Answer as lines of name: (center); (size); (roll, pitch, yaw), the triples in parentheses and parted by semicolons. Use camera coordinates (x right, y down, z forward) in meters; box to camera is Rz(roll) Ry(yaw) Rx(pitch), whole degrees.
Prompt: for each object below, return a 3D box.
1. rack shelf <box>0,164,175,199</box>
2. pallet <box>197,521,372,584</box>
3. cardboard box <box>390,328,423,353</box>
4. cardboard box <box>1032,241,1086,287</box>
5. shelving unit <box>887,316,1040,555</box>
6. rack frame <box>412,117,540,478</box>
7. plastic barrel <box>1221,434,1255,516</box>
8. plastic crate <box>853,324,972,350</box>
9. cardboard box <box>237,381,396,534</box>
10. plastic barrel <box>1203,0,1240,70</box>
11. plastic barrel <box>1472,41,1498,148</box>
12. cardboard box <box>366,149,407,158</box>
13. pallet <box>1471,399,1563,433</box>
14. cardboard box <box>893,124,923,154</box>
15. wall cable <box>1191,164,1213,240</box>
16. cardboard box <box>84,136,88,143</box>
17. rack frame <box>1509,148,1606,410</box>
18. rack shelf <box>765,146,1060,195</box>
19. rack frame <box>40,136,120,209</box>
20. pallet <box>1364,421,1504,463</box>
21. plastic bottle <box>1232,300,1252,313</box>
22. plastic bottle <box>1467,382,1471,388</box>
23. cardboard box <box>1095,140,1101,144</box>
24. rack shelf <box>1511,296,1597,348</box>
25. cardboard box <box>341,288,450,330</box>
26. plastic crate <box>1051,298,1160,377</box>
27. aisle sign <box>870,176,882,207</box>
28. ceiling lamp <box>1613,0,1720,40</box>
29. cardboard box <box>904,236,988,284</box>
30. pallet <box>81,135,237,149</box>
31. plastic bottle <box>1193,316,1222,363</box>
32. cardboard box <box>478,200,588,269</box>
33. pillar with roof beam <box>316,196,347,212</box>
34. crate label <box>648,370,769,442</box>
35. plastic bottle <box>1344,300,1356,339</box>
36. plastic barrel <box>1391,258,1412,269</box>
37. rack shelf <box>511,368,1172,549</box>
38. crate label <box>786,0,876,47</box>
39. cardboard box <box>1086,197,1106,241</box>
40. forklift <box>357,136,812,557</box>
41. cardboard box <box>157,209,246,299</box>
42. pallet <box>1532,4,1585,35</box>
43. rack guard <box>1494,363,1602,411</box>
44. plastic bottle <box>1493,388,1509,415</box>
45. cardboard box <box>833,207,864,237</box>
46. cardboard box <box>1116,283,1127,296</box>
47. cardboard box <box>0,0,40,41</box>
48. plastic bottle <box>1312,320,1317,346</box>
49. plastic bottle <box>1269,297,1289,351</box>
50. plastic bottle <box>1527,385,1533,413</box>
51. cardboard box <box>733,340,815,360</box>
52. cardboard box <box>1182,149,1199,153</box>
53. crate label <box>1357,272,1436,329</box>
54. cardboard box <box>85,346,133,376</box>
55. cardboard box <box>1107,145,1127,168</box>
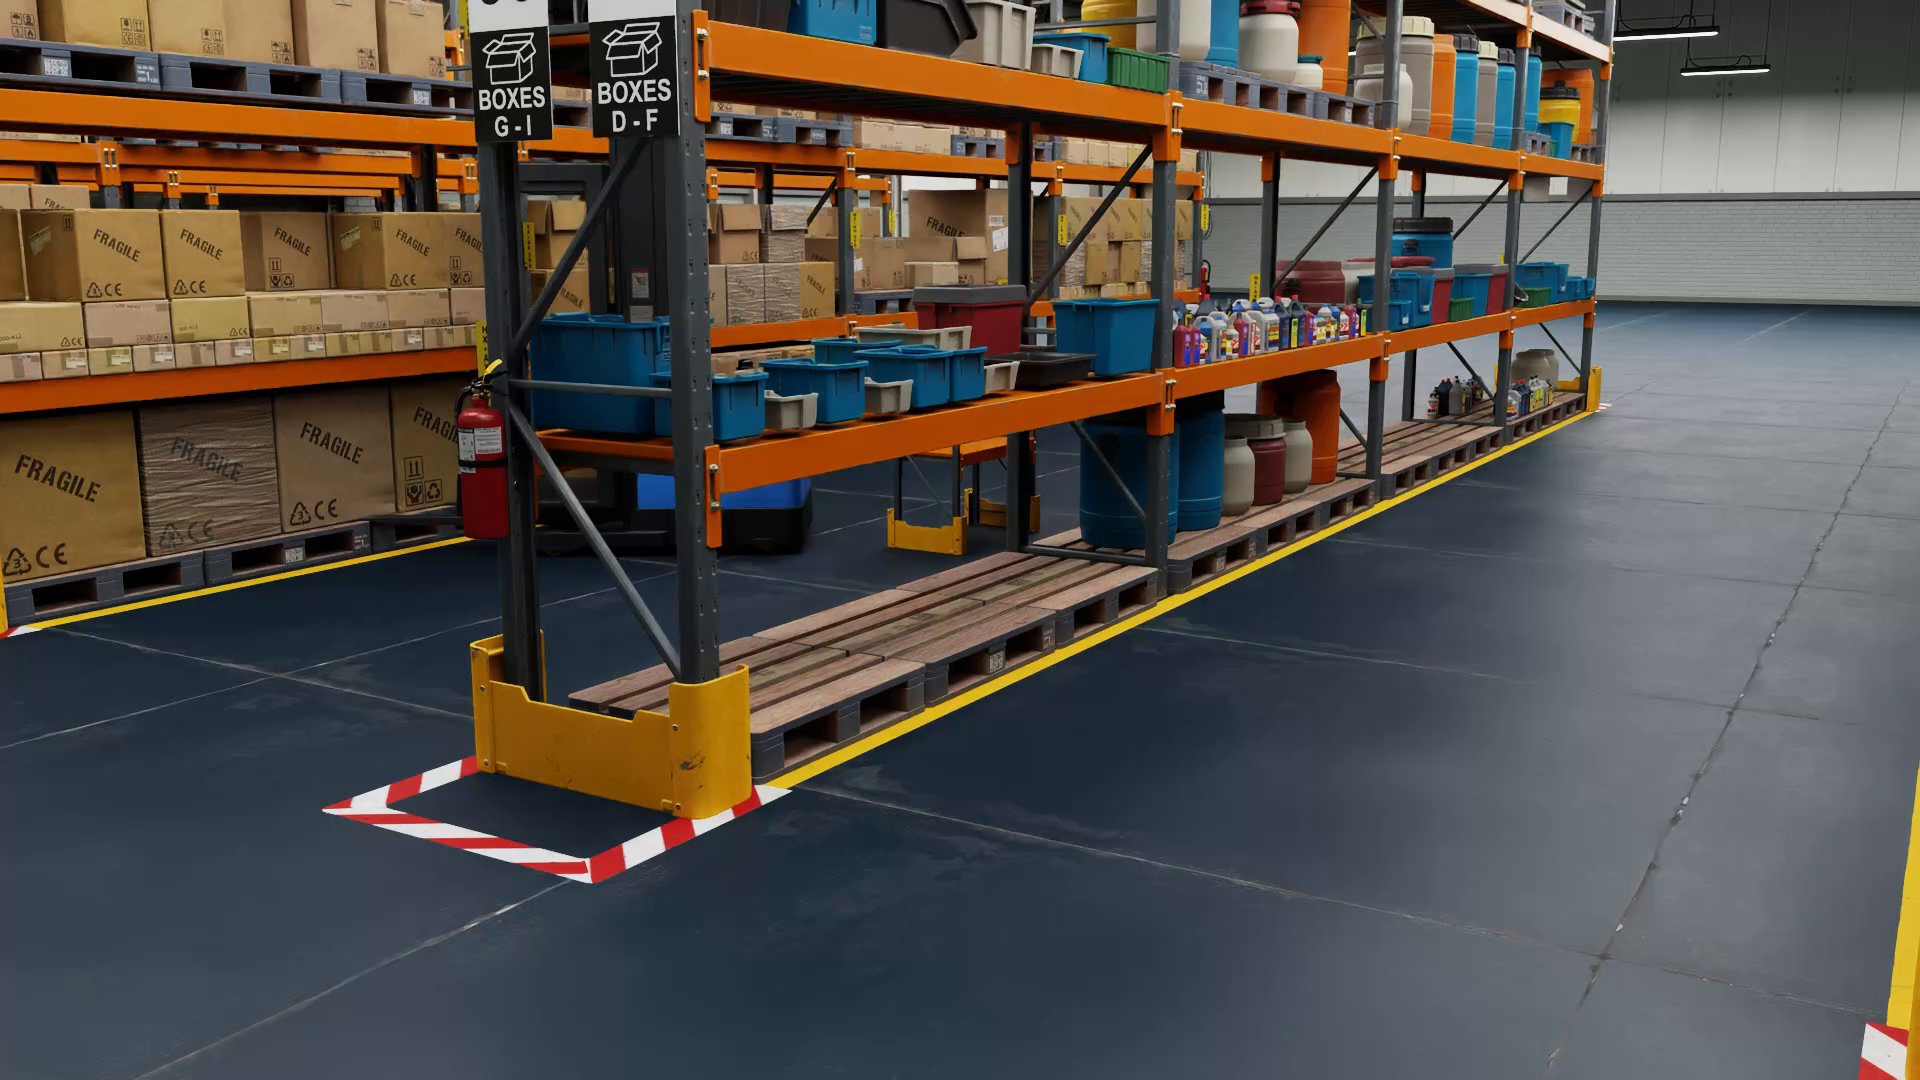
rack shelf: (-10.931, -4.034, 18.571); (1.077, 0.370, 4.000); (6, 12, 31)
pallet: (-4.594, 0.023, 10.672); (1.003, 0.211, 1.213); (6, 12, 31)
cardboard box: (-3.778, -1.328, 10.995); (0.380, 0.149, 0.250); (7, 12, 32)
cardboard box: (0.940, -3.171, 19.074); (0.875, 0.500, 0.500); (6, 12, 31)
shelving unit: (0.040, -0.749, 11.295); (0.587, 1.500, 1.083); (6, 12, 31)
rack frame: (-3.500, -1.652, 12.043); (1.000, 3.000, 0.127); (6, 12, 31)
plastic barrel: (1.768, -0.438, 11.178); (0.421, 0.512, 0.421); (0, 11, 0)
plastic crate: (-0.217, -0.928, 8.333); (0.437, 0.282, 0.530); (6, 12, 31)
cardboard box: (-4.378, -0.577, 10.931); (0.875, 0.875, 0.875); (6, 12, 31)
plastic barrel: (1.489, -3.389, 10.667); (0.600, 0.901, 0.708); (6, 12, 31)
plastic barrel: (4.469, -3.955, 14.827); (0.600, 0.901, 0.600); (0, 11, 0)
cardboard box: (-5.937, -4.101, 16.698); (0.500, 0.500, 0.500); (6, 12, 31)
pallet: (5.904, -1.361, 18.065); (1.003, 0.211, 1.213); (6, 12, 31)
cardboard box: (-0.694, -3.812, 15.837); (0.500, 0.250, 0.500); (7, 13, 32)
wall cable: (7.120, -11.414, 56.322); (3.097, 2.526, 0.112); (6, 12, 31)
cardboard box: (-10.244, -4.784, 19.208); (0.700, 0.500, 0.500); (6, 12, 28)
rack frame: (6.964, -3.066, 19.597); (1.000, 3.000, 0.127); (6, 12, 31)
rack shelf: (-0.385, -3.717, 16.874); (1.077, 0.370, 4.000); (6, 12, 31)
rack frame: (-7.686, -2.142, 14.659); (1.000, 3.000, 0.127); (6, 12, 31)
pallet: (4.512, -0.940, 15.814); (1.003, 0.211, 1.213); (6, 12, 31)
plastic bottle: (2.069, -1.637, 12.300); (0.152, 0.276, 0.135); (6, 12, 31)
plastic bottle: (5.343, -1.523, 17.536); (0.061, 0.283, 0.133); (6, 12, 31)
cardboard box: (1.416, -4.661, 19.285); (0.380, 0.149, 0.250); (7, 13, 32)
rack shelf: (5.925, -2.398, 17.983); (1.077, 0.370, 4.000); (6, 12, 31)
cardboard box: (-3.771, -1.549, 11.089); (0.500, 0.250, 0.500); (7, 13, 32)
plastic crate: (0.783, -1.095, 8.946); (0.392, 0.384, 0.575); (6, 12, 31)
aisle sign: (-1.163, -5.290, 24.408); (0.394, 0.787, 0.004); (6, 12, 31)
ceiling lamp: (14.133, -11.598, 33.002); (2.000, 3.185, 0.800); (6, 12, 31)
cardboard box: (-0.167, -2.886, 17.212); (0.797, 0.503, 0.637); (8, 13, 36)
pallet: (-7.275, -3.611, 14.865); (1.213, 0.211, 1.003); (6, 12, 31)
plastic bottle: (1.489, -1.212, 10.029); (0.152, 0.276, 0.135); (6, 12, 31)
cardboard box: (-3.175, -2.296, 12.483); (0.797, 0.503, 0.637); (6, 12, 29)
pillar with roof beam: (-7.436, -7.474, 26.838); (9.100, 9.000, 0.400); (6, 12, 31)
crate label: (-0.934, -0.505, 6.205); (0.416, 0.233, 0.303); (6, 12, 31)
plastic bottle: (2.845, -1.610, 12.136); (0.061, 0.283, 0.133); (6, 12, 31)
plastic barrel: (3.822, -2.259, 14.916); (0.433, 0.535, 0.433); (0, 11, 0)
rack shelf: (-0.305, -0.511, 7.902); (1.077, 0.370, 4.000); (6, 12, 31)
crate label: (-0.588, -2.066, 6.503); (0.408, 0.251, 0.502); (6, 12, 31)
cardboard box: (1.363, -3.723, 19.305); (0.500, 0.500, 0.500); (6, 12, 31)
forklift: (-2.548, -1.430, 11.044); (3.031, 2.935, 1.130); (0, 11, -1)
cardboard box: (-4.573, -1.675, 9.724); (0.500, 0.500, 0.500); (6, 12, 29)
pallet: (5.924, -5.422, 17.474); (1.003, 0.211, 1.213); (6, 12, 31)
rack guard: (6.964, -1.821, 19.739); (1.175, 0.500, 0.348); (6, 12, 31)
plastic bottle: (5.537, -1.453, 16.980); (0.144, 0.351, 0.185); (6, 12, 31)
cardboard box: (-1.889, -4.484, 23.826); (0.875, 0.550, 0.550); (6, 12, 31)
cardboard box: (1.790, -3.029, 20.081); (0.380, 0.149, 0.250); (6, 12, 31)
cardboard box: (-5.352, -2.889, 8.814); (0.700, 0.500, 0.500); (6, 12, 27)
plastic bottle: (2.416, -1.446, 11.483); (0.097, 0.201, 0.097); (0, 11, 0)
plastic bottle: (2.088, -1.429, 10.983); (0.144, 0.351, 0.185); (6, 12, 31)
plastic bottle: (5.880, -1.457, 17.188); (0.061, 0.283, 0.133); (7, 13, 33)
cardboard box: (-1.799, -1.337, 14.992); (1.225, 0.875, 0.875); (6, 12, 28)
cardboard box: (2.853, -5.063, 21.433); (0.380, 0.149, 0.250); (6, 12, 31)
crate label: (3.557, -1.956, 13.570); (0.502, 0.435, 0.616); (6, 12, 31)
cardboard box: (-4.845, -1.005, 9.268); (0.380, 0.149, 0.250); (6, 12, 29)
cardboard box: (1.644, -4.518, 19.608); (0.500, 0.250, 0.500); (6, 12, 28)
